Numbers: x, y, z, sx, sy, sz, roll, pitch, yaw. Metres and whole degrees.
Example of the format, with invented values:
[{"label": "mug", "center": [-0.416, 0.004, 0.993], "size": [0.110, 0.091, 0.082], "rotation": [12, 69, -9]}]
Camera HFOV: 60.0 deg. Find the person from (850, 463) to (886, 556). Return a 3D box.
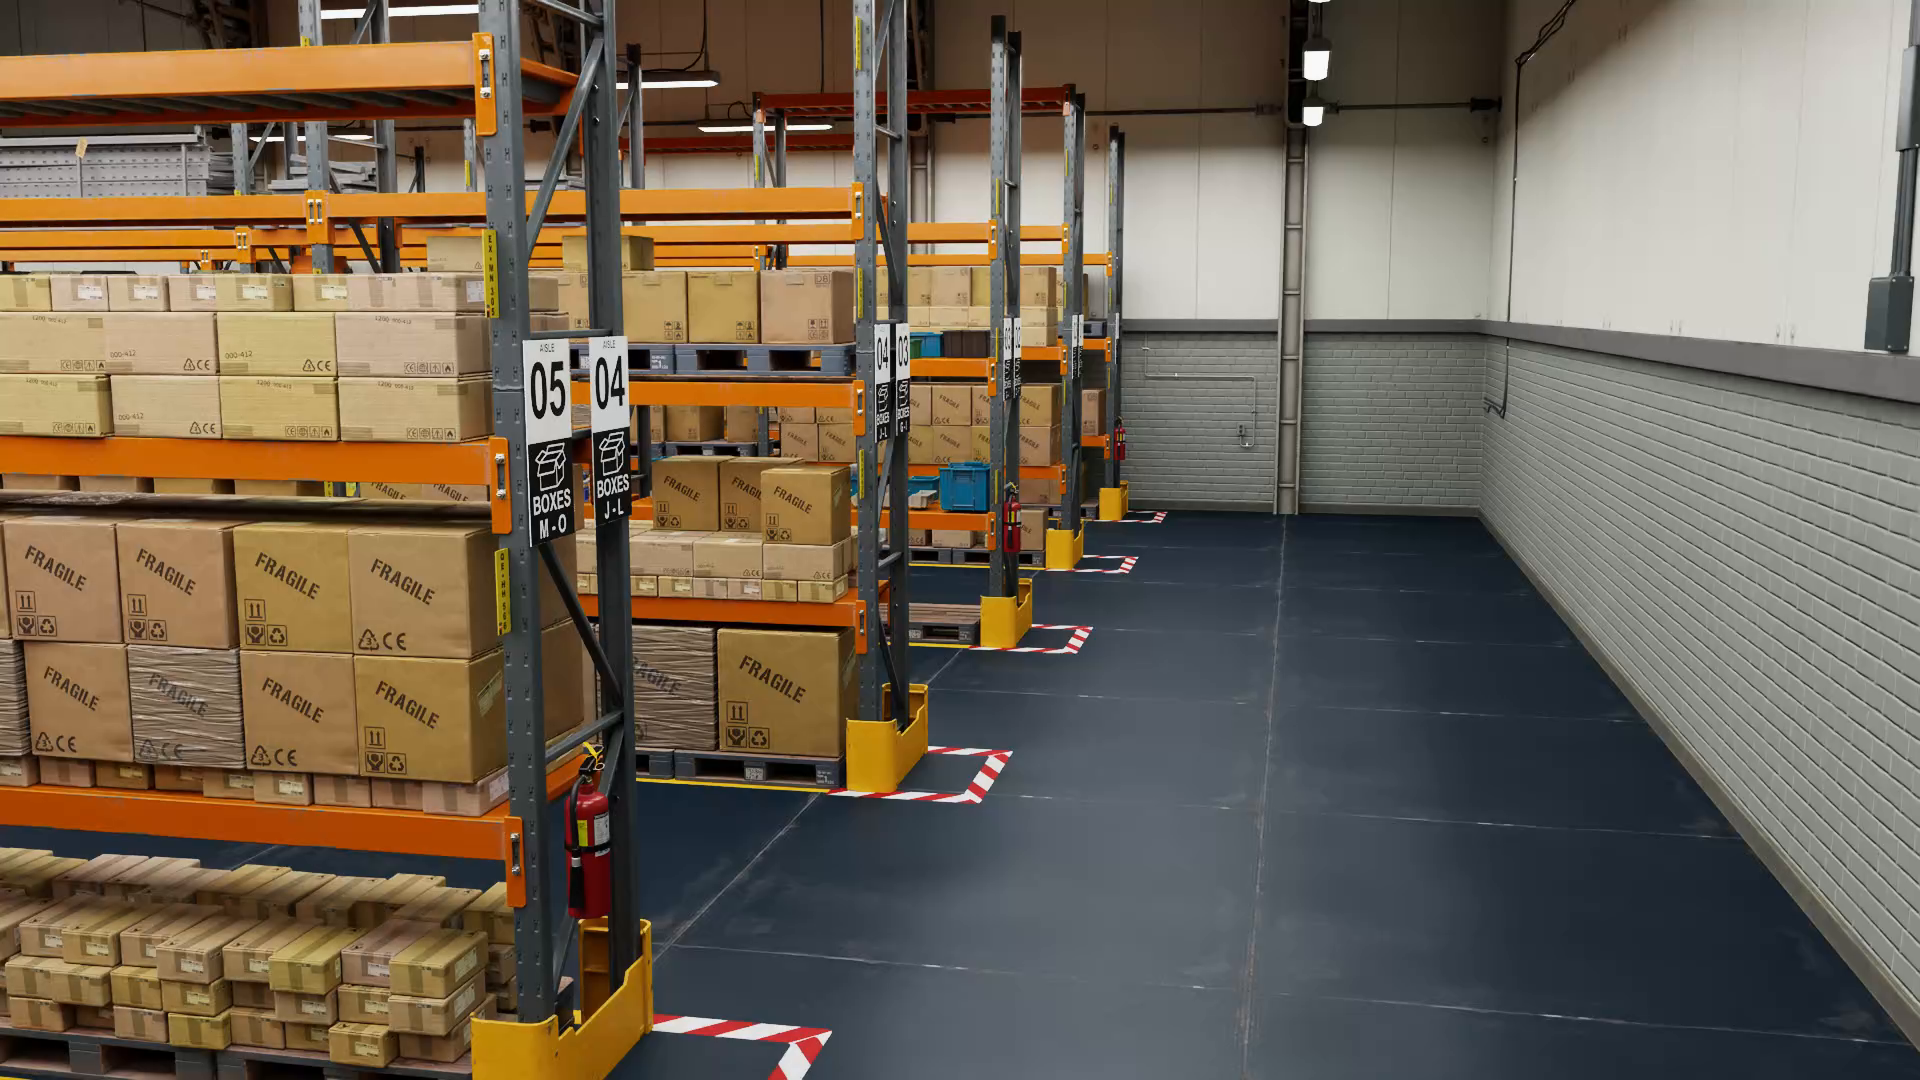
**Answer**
[{"label": "person", "center": [-1.034, 0.007, 17.748], "size": [0.467, 1.666, 0.537], "rotation": [2, 8, 11]}]
